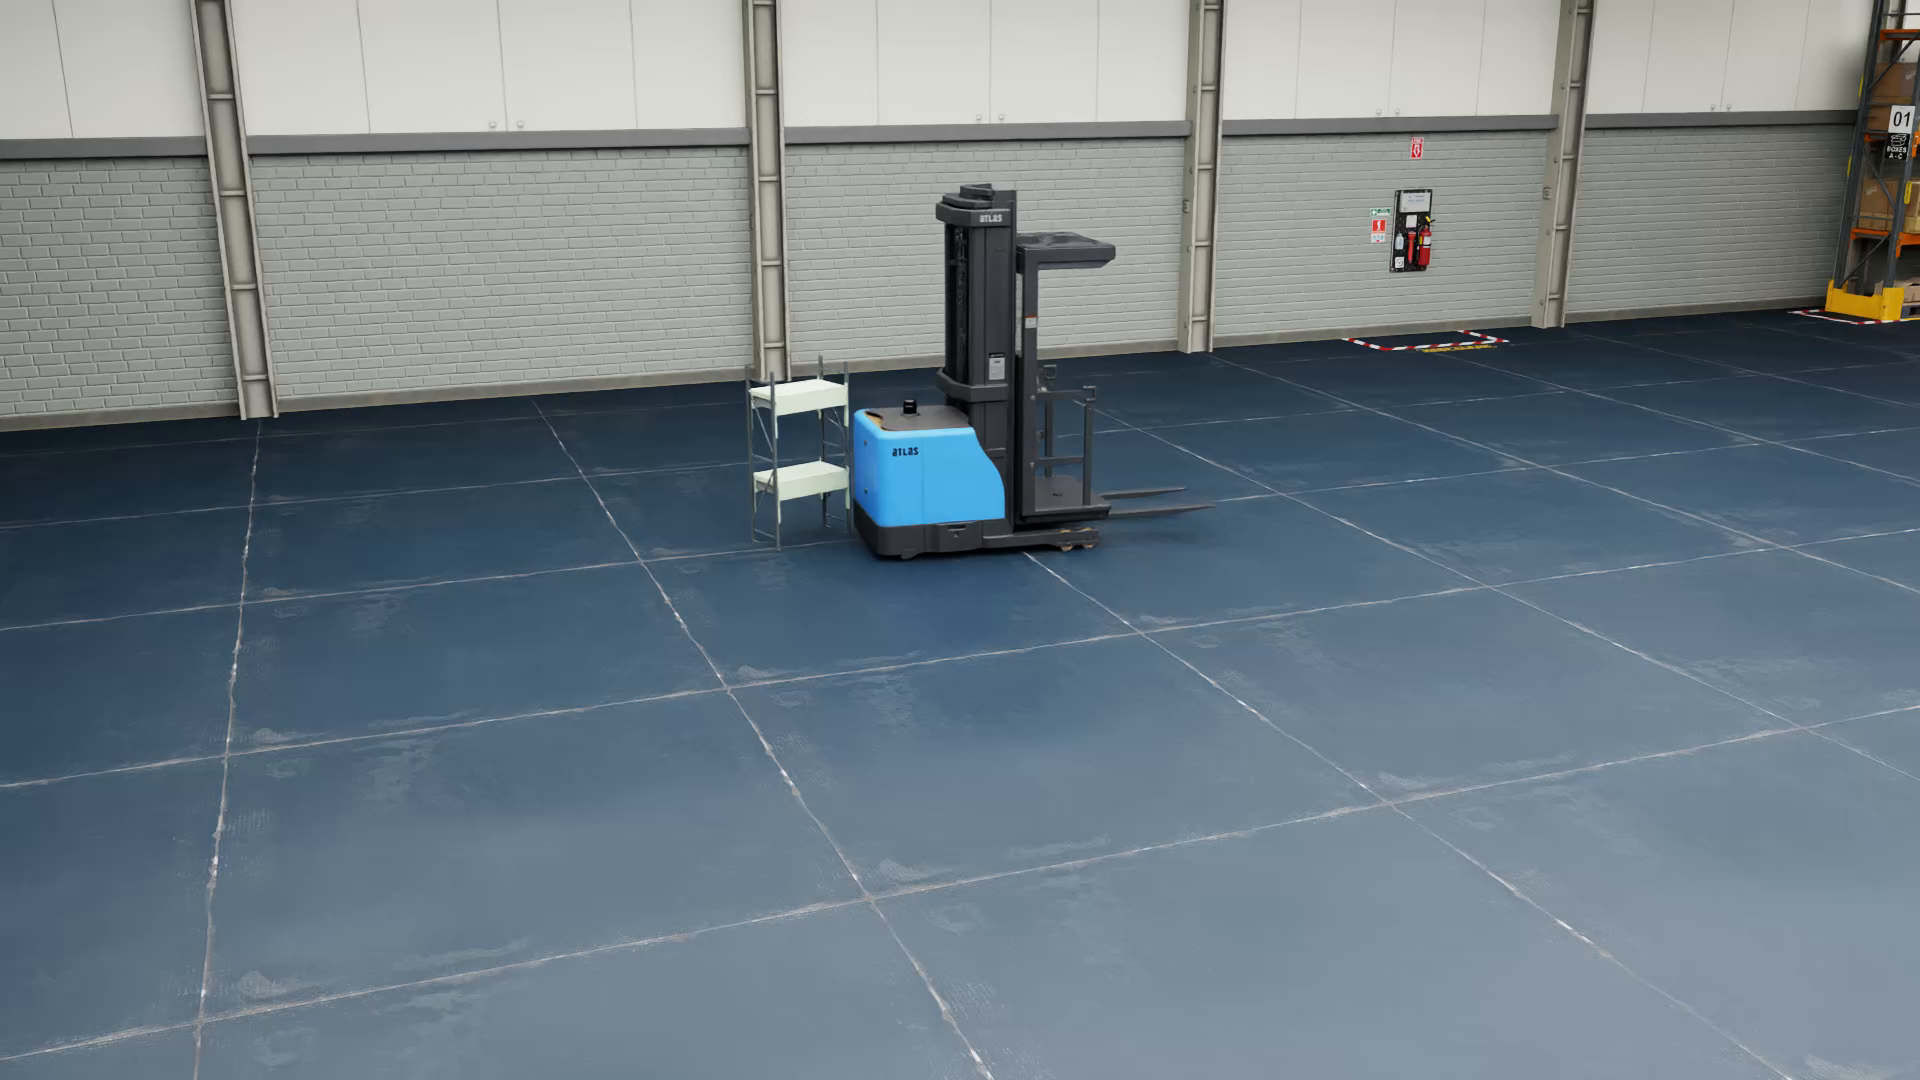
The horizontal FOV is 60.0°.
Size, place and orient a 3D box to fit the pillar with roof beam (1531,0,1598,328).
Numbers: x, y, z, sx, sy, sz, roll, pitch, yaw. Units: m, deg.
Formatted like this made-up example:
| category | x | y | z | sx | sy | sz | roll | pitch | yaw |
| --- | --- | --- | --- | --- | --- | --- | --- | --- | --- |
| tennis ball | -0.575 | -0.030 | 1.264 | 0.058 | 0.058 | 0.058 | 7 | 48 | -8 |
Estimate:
| category | x | y | z | sx | sy | sz | roll | pitch | yaw |
| --- | --- | --- | --- | --- | --- | --- | --- | --- | --- |
| pillar with roof beam | 10.392 | -6.411 | 19.957 | 0.400 | 9.000 | 9.100 | -6 | 17 | -20 |

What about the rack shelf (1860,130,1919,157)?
| category | x | y | z | sx | sy | sz | roll | pitch | yaw |
| --- | --- | --- | --- | --- | --- | --- | --- | --- | --- |
| rack shelf | 15.977 | -6.267 | 26.070 | 4.000 | 0.370 | 1.077 | -6 | 17 | -20 |

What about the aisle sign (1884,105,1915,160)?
| category | x | y | z | sx | sy | sz | roll | pitch | yaw |
| --- | --- | --- | --- | --- | --- | --- | --- | --- | --- |
| aisle sign | 14.150 | -6.133 | 25.045 | 0.004 | 0.787 | 0.394 | -6 | 17 | -20 |

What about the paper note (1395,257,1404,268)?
| category | x | y | z | sx | sy | sz | roll | pitch | yaw |
| --- | --- | --- | --- | --- | --- | --- | --- | --- | --- |
| paper note | 6.340 | -4.003 | 23.971 | 0.142 | 0.148 | 0.016 | -6 | 17 | -20 |

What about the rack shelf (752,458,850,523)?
| category | x | y | z | sx | sy | sz | roll | pitch | yaw |
| --- | --- | --- | --- | --- | --- | --- | --- | --- | --- |
| rack shelf | -1.347 | -0.424 | 14.036 | 0.720 | 0.370 | 0.431 | -13 | 21 | -38 |

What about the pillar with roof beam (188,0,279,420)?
| category | x | y | z | sx | sy | sz | roll | pitch | yaw |
| --- | --- | --- | --- | --- | --- | --- | --- | --- | --- |
| pillar with roof beam | -6.417 | -4.596 | 13.777 | 0.400 | 9.000 | 9.100 | -6 | 17 | -20 |

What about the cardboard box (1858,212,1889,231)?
| category | x | y | z | sx | sy | sz | roll | pitch | yaw |
| --- | --- | --- | --- | --- | --- | --- | --- | --- | --- |
| cardboard box | 14.477 | -5.007 | 26.057 | 0.500 | 0.250 | 0.500 | -6 | 17 | -19 |

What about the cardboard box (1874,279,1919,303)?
| category | x | y | z | sx | sy | sz | roll | pitch | yaw |
| --- | --- | --- | --- | --- | --- | --- | --- | --- | --- |
| cardboard box | 14.788 | -3.939 | 26.178 | 0.500 | 0.311 | 0.500 | -8 | 18 | -26 |

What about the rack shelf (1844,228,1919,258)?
| category | x | y | z | sx | sy | sz | roll | pitch | yaw |
| --- | --- | --- | --- | --- | --- | --- | --- | --- | --- |
| rack shelf | 15.977 | -4.828 | 26.492 | 4.000 | 0.370 | 1.077 | -6 | 17 | -20 |

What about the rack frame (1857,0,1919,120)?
| category | x | y | z | sx | sy | sz | roll | pitch | yaw |
| --- | --- | --- | --- | --- | --- | --- | --- | --- | --- |
| rack frame | 14.110 | -7.850 | 24.859 | 0.127 | 3.000 | 1.000 | -6 | 17 | -20 |

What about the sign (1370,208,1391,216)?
| category | x | y | z | sx | sy | sz | roll | pitch | yaw |
| --- | --- | --- | --- | --- | --- | --- | --- | --- | --- |
| sign | 5.984 | -4.667 | 23.662 | 0.331 | 0.109 | 0.001 | -6 | 17 | -20 |

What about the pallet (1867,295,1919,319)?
| category | x | y | z | sx | sy | sz | roll | pitch | yaw |
| --- | --- | --- | --- | --- | --- | --- | --- | --- | --- |
| pallet | 14.952 | -3.714 | 26.371 | 1.213 | 0.211 | 1.003 | -6 | 17 | -20 |

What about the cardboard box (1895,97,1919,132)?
| category | x | y | z | sx | sy | sz | roll | pitch | yaw |
| --- | --- | --- | --- | --- | --- | --- | --- | --- | --- |
| cardboard box | 14.511 | -6.436 | 25.156 | 0.500 | 0.500 | 0.500 | -6 | 17 | -19 |

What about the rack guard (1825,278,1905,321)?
| category | x | y | z | sx | sy | sz | roll | pitch | yaw |
| --- | --- | --- | --- | --- | --- | --- | --- | --- | --- |
| rack guard | 14.181 | -3.780 | 26.083 | 0.348 | 0.500 | 1.175 | -6 | 17 | -20 |

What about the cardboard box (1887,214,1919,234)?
| category | x | y | z | sx | sy | sz | roll | pitch | yaw |
| --- | --- | --- | --- | --- | --- | --- | --- | --- | --- |
| cardboard box | 14.679 | -4.875 | 25.606 | 0.500 | 0.250 | 0.500 | -7 | 18 | -22 |

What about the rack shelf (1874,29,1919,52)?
| category | x | y | z | sx | sy | sz | roll | pitch | yaw |
| --- | --- | --- | --- | --- | --- | --- | --- | --- | --- |
| rack shelf | 15.977 | -7.705 | 25.648 | 4.000 | 0.370 | 1.077 | -6 | 17 | -20 |

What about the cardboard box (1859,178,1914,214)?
| category | x | y | z | sx | sy | sz | roll | pitch | yaw |
| --- | --- | --- | --- | --- | --- | --- | --- | --- | --- |
| cardboard box | 14.474 | -5.372 | 25.969 | 0.500 | 0.500 | 0.500 | -6 | 18 | -21 |

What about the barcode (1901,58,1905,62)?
| category | x | y | z | sx | sy | sz | roll | pitch | yaw |
| --- | --- | --- | --- | --- | --- | --- | --- | --- | --- |
| barcode | 14.594 | -7.429 | 25.734 | 0.075 | 0.075 | 0.001 | -6 | 17 | -20 |

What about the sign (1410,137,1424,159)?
| category | x | y | z | sx | sy | sz | roll | pitch | yaw |
| --- | --- | --- | --- | --- | --- | --- | --- | --- | --- |
| sign | 6.487 | -5.563 | 23.605 | 0.199 | 0.298 | 0.001 | -6 | 17 | -20 |

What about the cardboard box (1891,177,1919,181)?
| category | x | y | z | sx | sy | sz | roll | pitch | yaw |
| --- | --- | --- | --- | --- | --- | --- | --- | --- | --- |
| cardboard box | 14.947 | -5.421 | 26.133 | 0.500 | 0.500 | 0.500 | -6 | 17 | -19 |

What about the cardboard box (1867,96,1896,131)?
| category | x | y | z | sx | sy | sz | roll | pitch | yaw |
| --- | --- | --- | --- | --- | --- | --- | --- | --- | --- |
| cardboard box | 14.409 | -6.577 | 25.635 | 0.500 | 0.500 | 0.500 | -5 | 17 | -16 |

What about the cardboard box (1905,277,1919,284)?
| category | x | y | z | sx | sy | sz | roll | pitch | yaw |
| --- | --- | --- | --- | --- | --- | --- | --- | --- | --- |
| cardboard box | 15.320 | -3.996 | 26.374 | 0.500 | 0.311 | 0.500 | -5 | 17 | -15 |

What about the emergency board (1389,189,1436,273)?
| category | x | y | z | sx | sy | sz | roll | pitch | yaw |
| --- | --- | --- | --- | --- | --- | --- | --- | --- | --- |
| emergency board | 6.530 | -4.426 | 23.845 | 0.643 | 1.169 | 0.194 | -6 | 17 | -20 |

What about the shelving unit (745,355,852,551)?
| category | x | y | z | sx | sy | sz | roll | pitch | yaw |
| --- | --- | --- | --- | --- | --- | --- | --- | --- | --- |
| shelving unit | -1.347 | -0.737 | 13.945 | 0.755 | 1.500 | 0.431 | -13 | 21 | -38 |

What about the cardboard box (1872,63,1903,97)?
| category | x | y | z | sx | sy | sz | roll | pitch | yaw |
| --- | --- | --- | --- | --- | --- | --- | --- | --- | --- |
| cardboard box | 14.419 | -7.060 | 25.506 | 0.500 | 0.500 | 0.500 | -5 | 17 | -18 |

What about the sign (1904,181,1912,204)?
| category | x | y | z | sx | sy | sz | roll | pitch | yaw |
| --- | --- | --- | --- | --- | --- | --- | --- | --- | --- |
| sign | 14.304 | -5.244 | 25.096 | 0.005 | 0.325 | 0.100 | -6 | 17 | -20 |

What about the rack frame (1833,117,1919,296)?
| category | x | y | z | sx | sy | sz | roll | pitch | yaw |
| --- | --- | --- | --- | --- | --- | --- | --- | --- | --- |
| rack frame | 14.110 | -4.972 | 25.704 | 0.127 | 3.000 | 1.000 | -6 | 17 | -20 |

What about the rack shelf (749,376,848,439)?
| category | x | y | z | sx | sy | sz | roll | pitch | yaw |
| --- | --- | --- | --- | --- | --- | --- | --- | --- | --- |
| rack shelf | -1.347 | -1.111 | 13.835 | 0.720 | 0.370 | 0.431 | -13 | 21 | -38 |

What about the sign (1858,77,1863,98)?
| category | x | y | z | sx | sy | sz | roll | pitch | yaw |
| --- | --- | --- | --- | --- | --- | --- | --- | --- | --- |
| sign | 13.930 | -6.984 | 25.661 | 0.005 | 0.325 | 0.100 | -6 | 17 | -20 |

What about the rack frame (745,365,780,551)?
| category | x | y | z | sx | sy | sz | roll | pitch | yaw |
| --- | --- | --- | --- | --- | --- | --- | --- | --- | --- |
| rack frame | -1.628 | -0.671 | 13.721 | 0.023 | 1.500 | 0.400 | -13 | 21 | -38 |

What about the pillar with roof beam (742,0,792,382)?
| category | x | y | z | sx | sy | sz | roll | pitch | yaw |
| --- | --- | --- | --- | --- | --- | --- | --- | --- | --- |
| pillar with roof beam | -0.814 | -5.201 | 15.837 | 0.400 | 9.000 | 9.100 | -6 | 17 | -20 |

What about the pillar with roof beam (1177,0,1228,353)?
| category | x | y | z | sx | sy | sz | roll | pitch | yaw |
| --- | --- | --- | --- | --- | --- | --- | --- | --- | --- |
| pillar with roof beam | 4.789 | -5.806 | 17.897 | 0.400 | 9.000 | 9.100 | -6 | 17 | -20 |

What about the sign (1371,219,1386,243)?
| category | x | y | z | sx | sy | sz | roll | pitch | yaw |
| --- | --- | --- | --- | --- | --- | --- | --- | --- | --- |
| sign | 5.977 | -4.414 | 23.743 | 0.234 | 0.329 | 0.001 | -6 | 17 | -20 |

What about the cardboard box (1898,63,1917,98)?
| category | x | y | z | sx | sy | sz | roll | pitch | yaw |
| --- | --- | --- | --- | --- | --- | --- | --- | --- | --- |
| cardboard box | 14.556 | -6.923 | 25.039 | 0.500 | 0.500 | 0.500 | -8 | 18 | -24 |

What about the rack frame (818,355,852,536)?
| category | x | y | z | sx | sy | sz | roll | pitch | yaw |
| --- | --- | --- | --- | --- | --- | --- | --- | --- | --- |
| rack frame | -1.065 | -0.802 | 14.169 | 0.023 | 1.500 | 0.400 | -13 | 21 | -38 |

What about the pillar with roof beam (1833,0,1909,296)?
| category | x | y | z | sx | sy | sz | roll | pitch | yaw |
| --- | --- | --- | --- | --- | --- | --- | --- | --- | --- |
| pillar with roof beam | 15.994 | -7.016 | 22.017 | 0.400 | 9.000 | 9.100 | -6 | 17 | -20 |

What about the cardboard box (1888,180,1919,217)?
| category | x | y | z | sx | sy | sz | roll | pitch | yaw |
| --- | --- | --- | --- | --- | --- | --- | --- | --- | --- |
| cardboard box | 14.663 | -5.238 | 25.512 | 0.500 | 0.500 | 0.500 | -6 | 17 | -20 |

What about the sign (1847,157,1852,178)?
| category | x | y | z | sx | sy | sz | roll | pitch | yaw |
| --- | --- | --- | --- | --- | --- | --- | --- | --- | --- |
| sign | 13.930 | -5.827 | 26.001 | 0.005 | 0.325 | 0.100 | -6 | 17 | -20 |

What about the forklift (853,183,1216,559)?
| category | x | y | z | sx | sy | sz | roll | pitch | yaw |
| --- | --- | --- | --- | --- | --- | --- | --- | --- | --- |
| forklift | 0.661 | -1.463 | 13.880 | 3.031 | 2.935 | 1.130 | -5 | 17 | -15 |
